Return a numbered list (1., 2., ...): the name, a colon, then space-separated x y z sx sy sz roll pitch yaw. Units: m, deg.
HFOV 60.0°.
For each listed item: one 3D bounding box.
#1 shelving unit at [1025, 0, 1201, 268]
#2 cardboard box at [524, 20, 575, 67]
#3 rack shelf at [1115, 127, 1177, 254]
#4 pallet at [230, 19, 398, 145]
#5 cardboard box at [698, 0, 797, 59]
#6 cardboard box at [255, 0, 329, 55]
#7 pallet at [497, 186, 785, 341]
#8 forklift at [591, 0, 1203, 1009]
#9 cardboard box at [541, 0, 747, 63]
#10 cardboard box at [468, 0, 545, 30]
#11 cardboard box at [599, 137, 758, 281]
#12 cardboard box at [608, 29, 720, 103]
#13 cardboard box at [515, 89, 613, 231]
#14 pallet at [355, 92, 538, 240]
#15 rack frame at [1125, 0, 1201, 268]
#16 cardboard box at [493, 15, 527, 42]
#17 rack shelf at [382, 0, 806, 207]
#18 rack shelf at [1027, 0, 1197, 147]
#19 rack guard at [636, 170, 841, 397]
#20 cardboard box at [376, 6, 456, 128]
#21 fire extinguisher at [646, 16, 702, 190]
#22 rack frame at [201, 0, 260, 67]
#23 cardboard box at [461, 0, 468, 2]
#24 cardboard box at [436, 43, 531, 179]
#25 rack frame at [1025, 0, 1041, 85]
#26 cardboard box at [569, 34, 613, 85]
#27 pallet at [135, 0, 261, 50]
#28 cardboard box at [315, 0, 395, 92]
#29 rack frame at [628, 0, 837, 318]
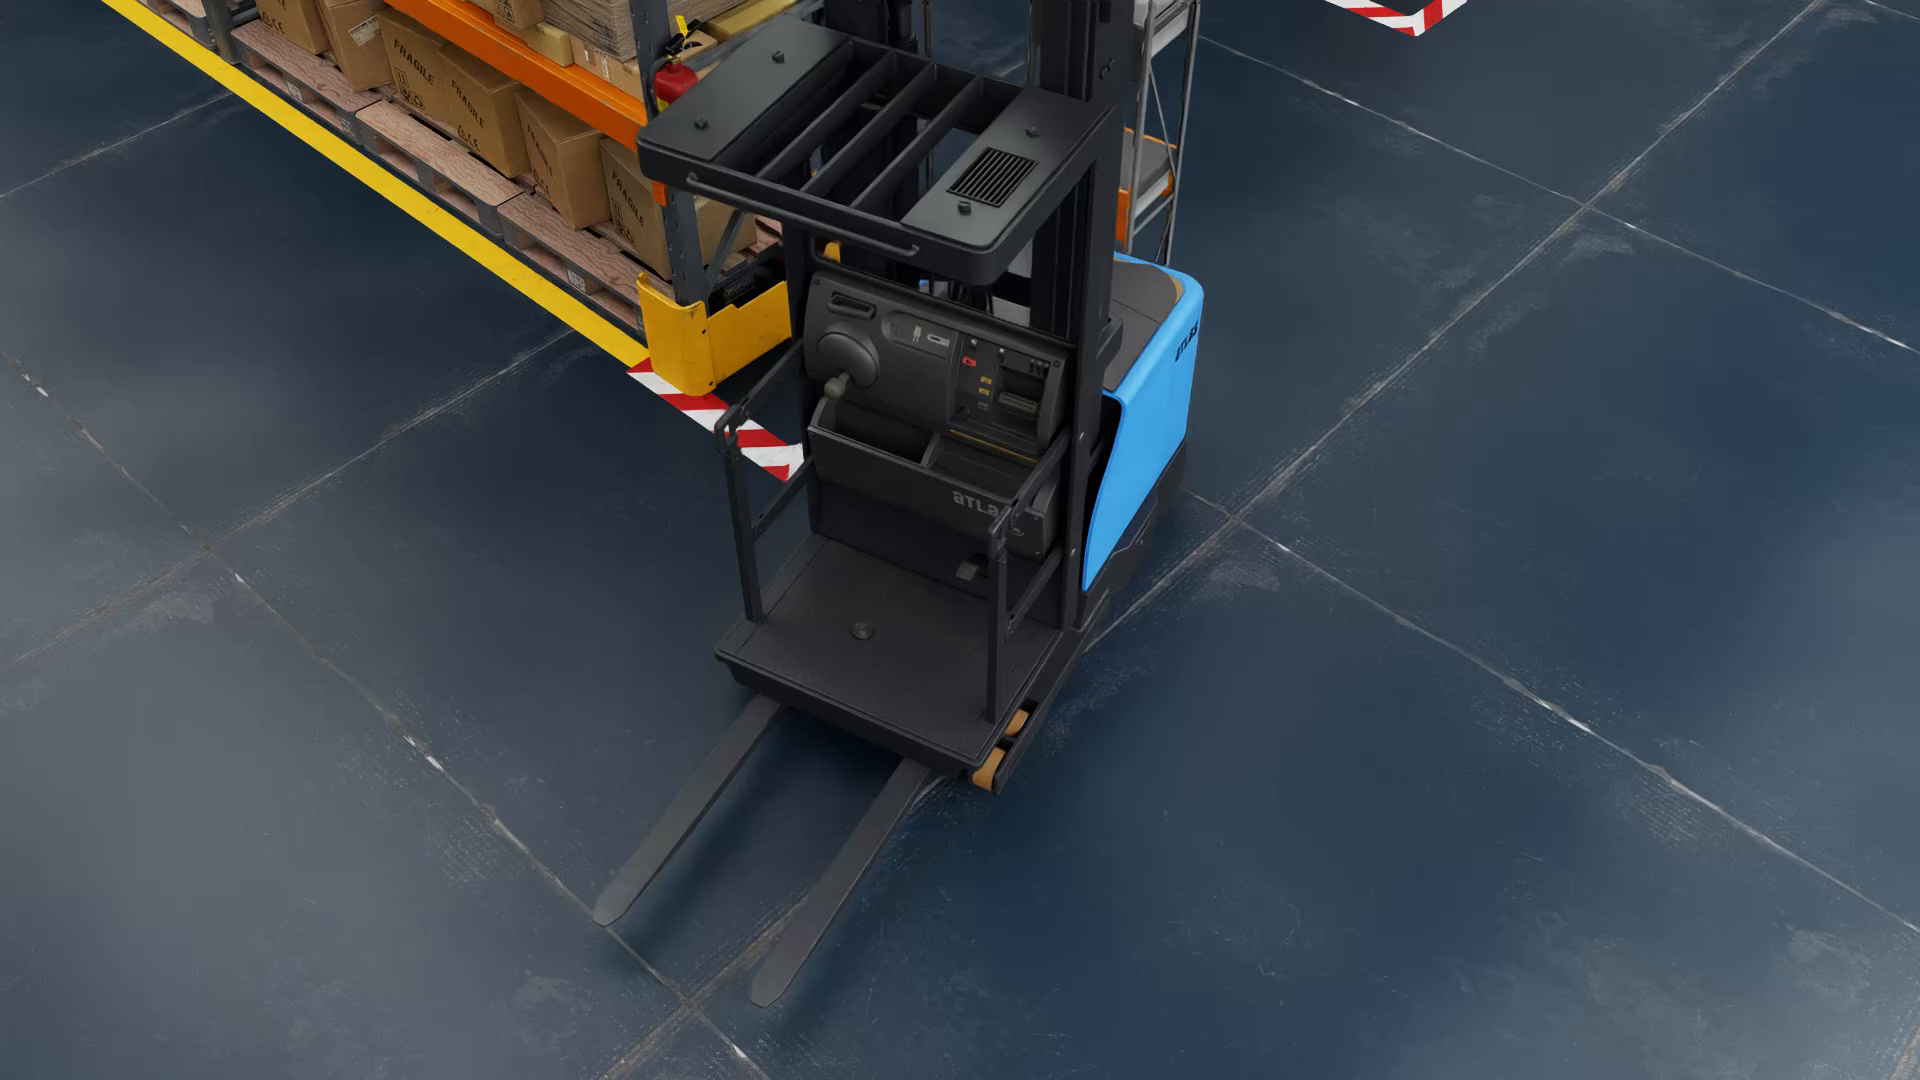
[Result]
1. shelving unit: 0.563 -1.389 6.718 0.503 2.100 0.431 26 51 23
2. cardboard box: -1.609 -2.174 7.015 0.250 0.149 0.380 34 55 28
3. rack shelf: 0.563 -1.380 6.728 0.480 0.518 0.431 26 51 23
4. pallet: -3.280 -2.720 9.268 1.213 0.211 1.003 34 55 28
5. cardboard box: -0.906 -2.193 7.032 0.250 0.149 0.380 34 55 28
6. cardboard box: -3.531 -3.057 9.098 0.500 0.500 0.500 32 55 27
7. pallet: -1.487 -1.514 8.135 1.213 0.211 1.003 34 55 28
8. forklift: -0.194 -0.479 5.297 1.130 2.935 3.031 21 50 19
9. cardboard box: -1.243 -2.433 6.813 0.500 0.500 0.875 34 55 28
10. cardboard box: -1.692 -2.616 6.984 0.500 0.500 0.875 34 55 28
11. cardboard box: -1.305 -1.616 7.745 0.500 0.500 0.500 -28 53 -24
12. cardboard box: -1.207 -1.955 6.808 0.250 0.149 0.380 34 55 28
13. cardboard box: -1.768 -1.893 8.005 0.500 0.500 0.500 -25 52 -21
14. pallet: -2.379 -2.117 8.702 1.213 0.211 1.003 34 55 28
15. rack frame: 0.765 -1.290 6.624 0.015 2.100 0.400 26 51 23
16. cardboard box: -1.783 -2.306 7.139 0.250 0.149 0.380 34 55 28
17. rack shelf: -2.328 -2.753 7.879 4.000 0.370 1.077 34 55 28
18. rack shelf: 0.569 -1.865 6.223 0.480 0.518 0.431 26 51 23
19. rack guard: -0.914 -1.192 7.635 0.348 0.500 1.175 34 55 28
20. cardboard box: -2.595 -2.513 8.587 0.500 0.500 0.500 29 53 25
21. fire extinguisher: -1.086 -1.680 6.432 0.183 0.674 0.296 34 55 28
22. rack frame: -3.797 -3.988 8.545 0.127 3.000 1.000 34 55 28
23. cardboard box: -2.137 -2.564 7.380 0.250 0.149 0.380 34 55 28
24. cardboard box: -2.215 -2.213 8.305 0.500 0.500 0.500 -33 55 -27
25. rack frame: 0.361 -1.489 6.811 0.015 2.100 0.400 26 51 23
26. cardboard box: -1.391 -2.078 6.925 0.250 0.149 0.380 34 55 28
27. pallet: -4.370 -3.418 9.923 1.213 0.211 1.003 34 55 28
28. cardboard box: -3.104 -2.778 8.836 0.500 0.500 0.500 -22 51 -19
29. rack frame: -0.858 -2.010 6.688 0.127 3.000 1.000 34 55 28
